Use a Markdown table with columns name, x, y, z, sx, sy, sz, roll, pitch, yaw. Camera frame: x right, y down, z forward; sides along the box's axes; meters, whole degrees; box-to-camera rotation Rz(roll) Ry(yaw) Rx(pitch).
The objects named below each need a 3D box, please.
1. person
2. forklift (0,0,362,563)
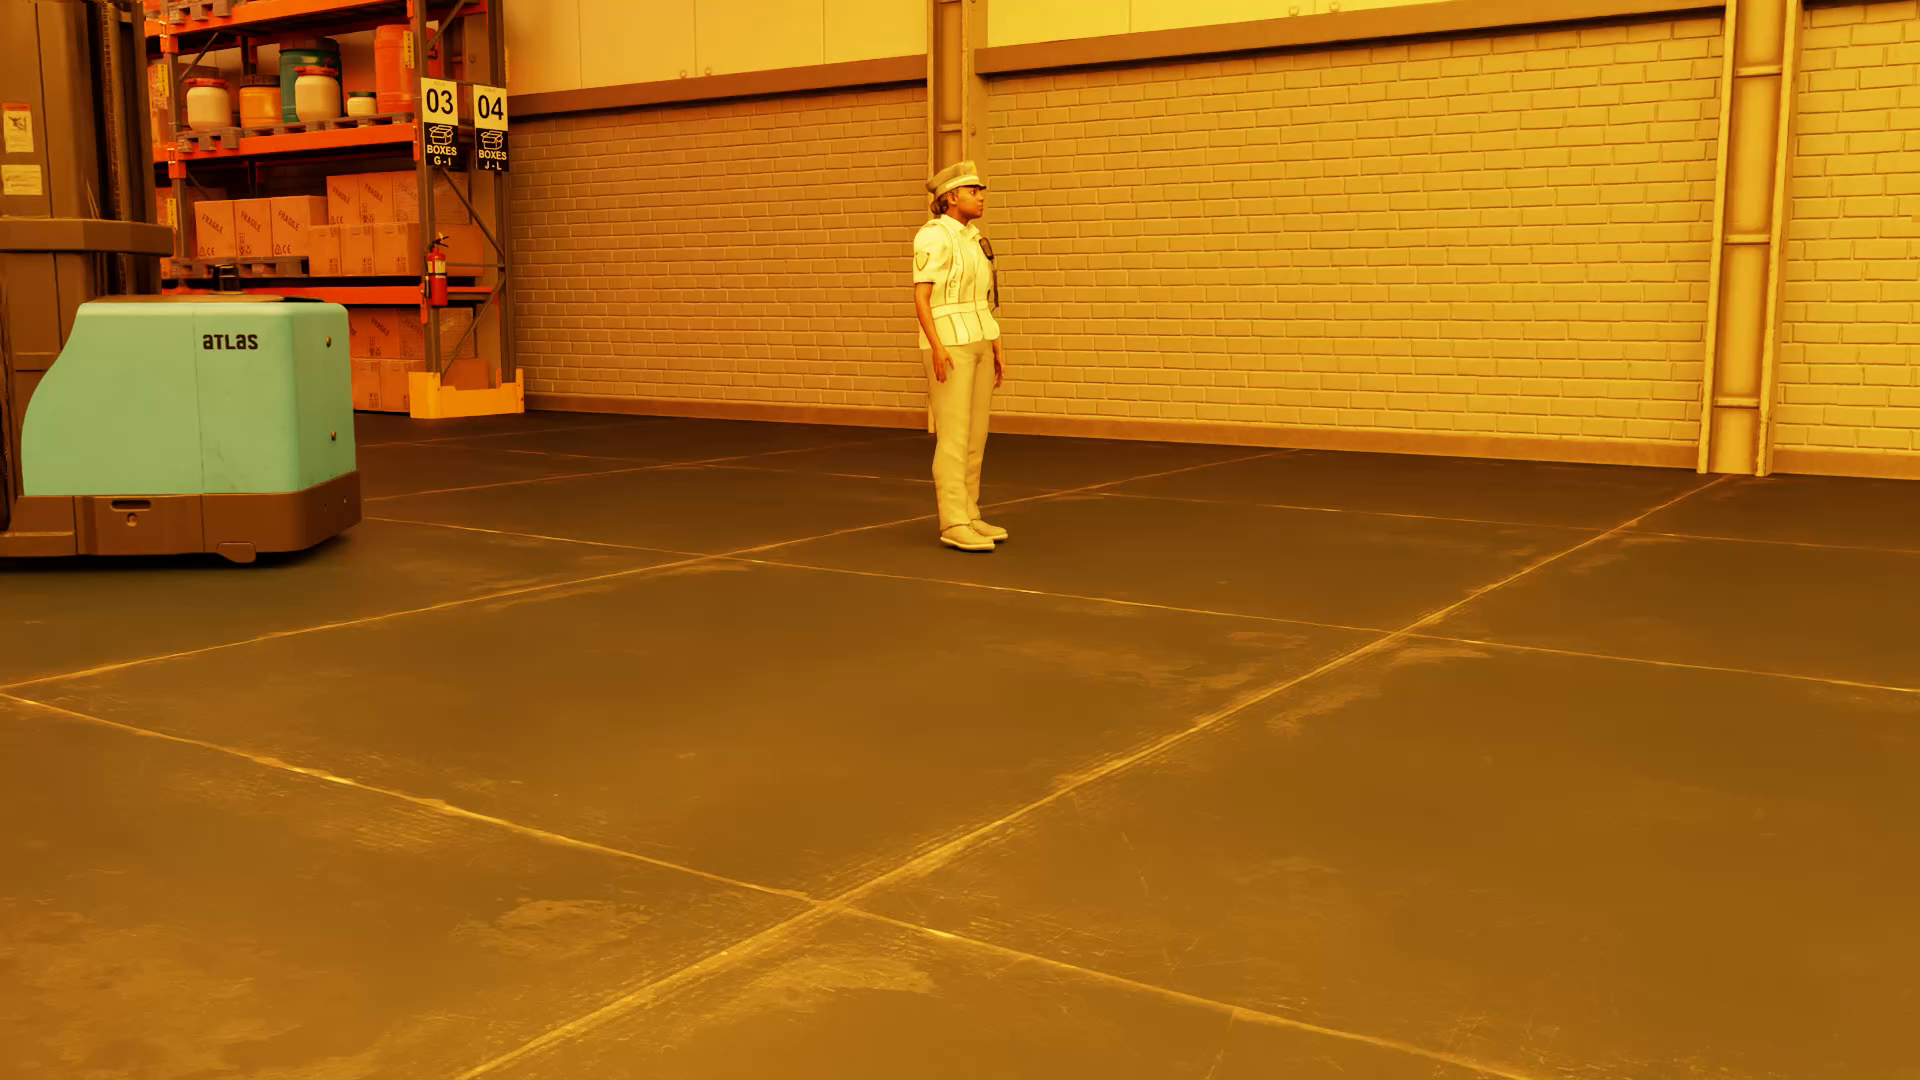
| name | x | y | z | sx | sy | sz | roll | pitch | yaw |
| --- | --- | --- | --- | --- | --- | --- | --- | --- | --- |
| person | 0.051 | -0.838 | 7.425 | 0.530 | 1.695 | 0.569 | 5 | 10 | 34 |
| forklift | -4.232 | -1.384 | 6.926 | 3.031 | 2.935 | 1.130 | -1 | 8 | -6 |
